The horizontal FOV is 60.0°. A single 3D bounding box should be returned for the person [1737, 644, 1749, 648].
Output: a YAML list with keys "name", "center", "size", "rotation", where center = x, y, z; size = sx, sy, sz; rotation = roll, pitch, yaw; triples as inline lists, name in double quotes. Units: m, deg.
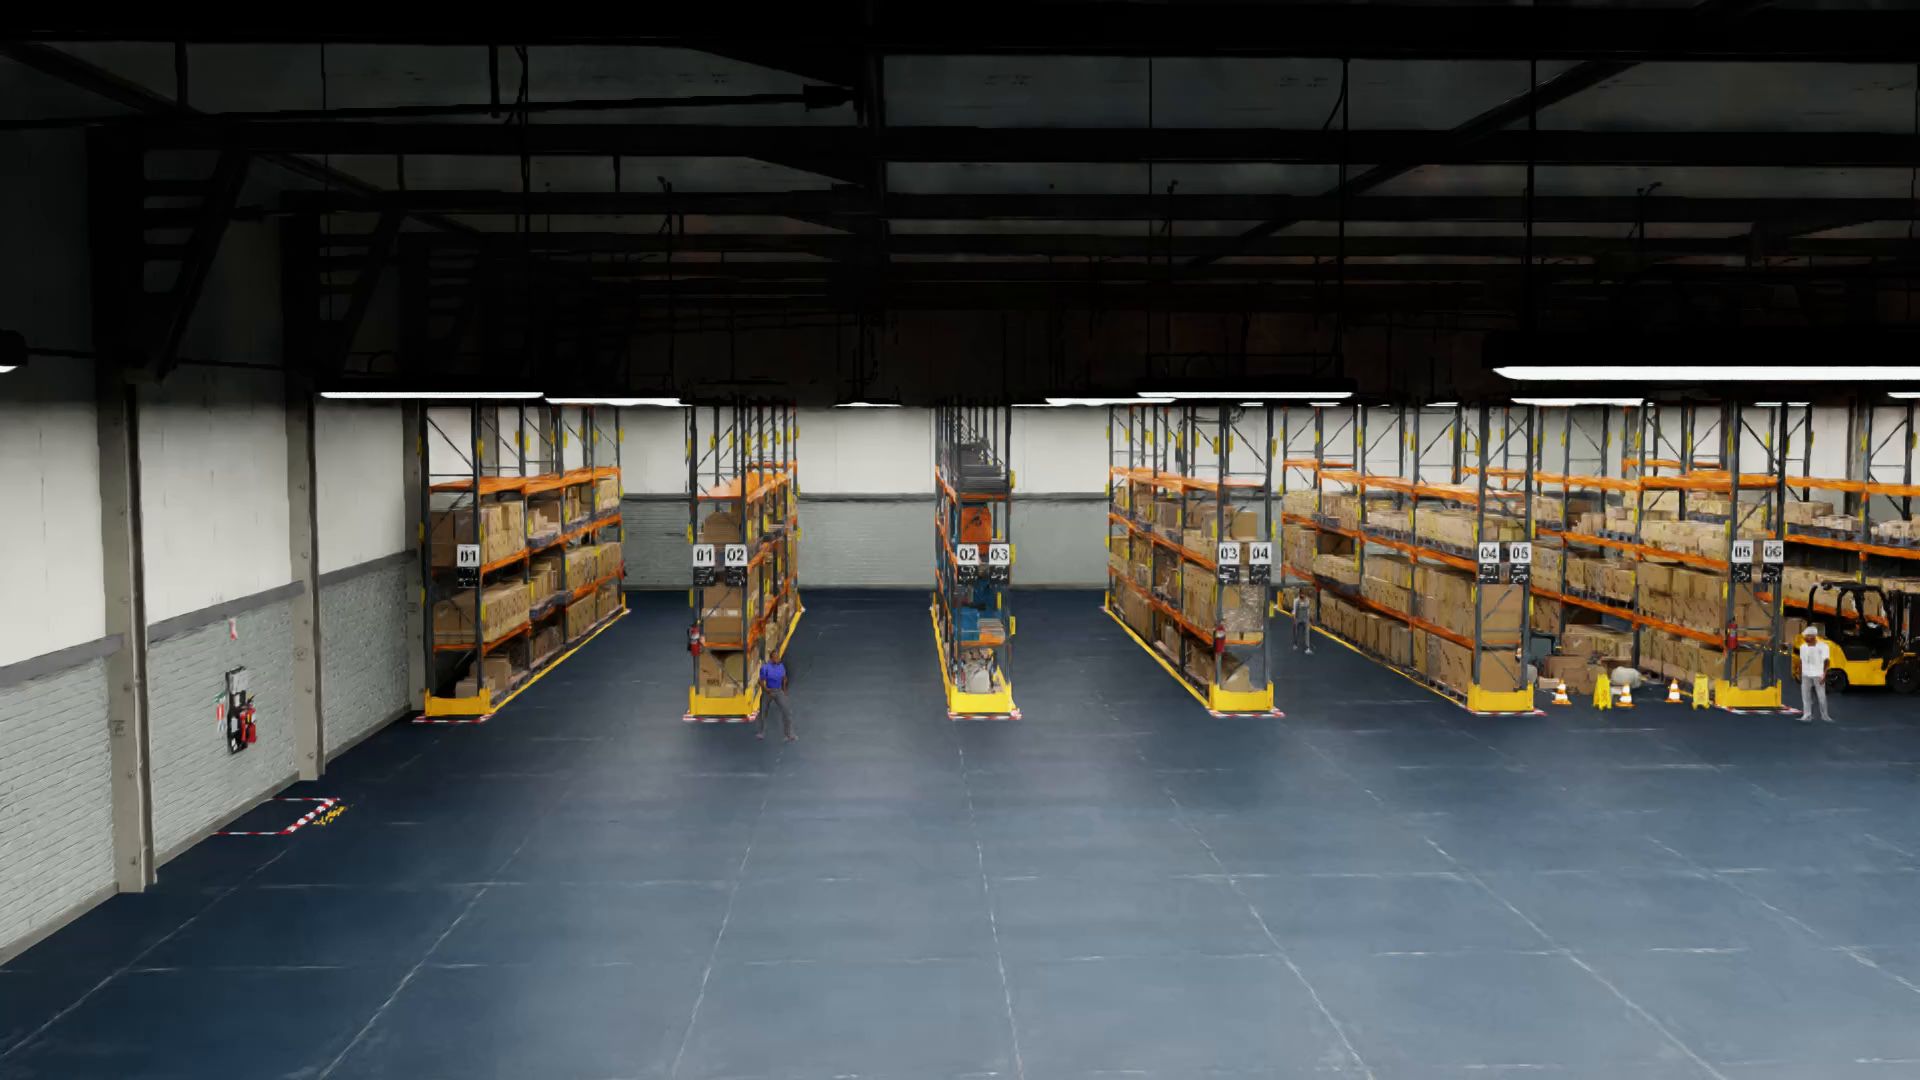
- name: "person"
  center: [17.437, 1.959, 37.216]
  size: [0.534, 1.662, 0.557]
  rotation: [2, 5, 27]

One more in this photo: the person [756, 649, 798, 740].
- name: "person"
  center: [-3.228, 2.657, 28.785]
  size: [0.590, 1.599, 0.776]
  rotation: [-2, 5, -22]

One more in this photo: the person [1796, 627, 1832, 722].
- name: "person"
  center: [15.642, 2.441, 30.446]
  size: [0.613, 1.726, 0.594]
  rotation: [-3, 5, -34]

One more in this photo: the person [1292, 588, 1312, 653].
- name: "person"
  center: [8.036, 1.867, 39.202]
  size: [0.417, 1.517, 1.037]
  rotation: [0, 4, 0]
